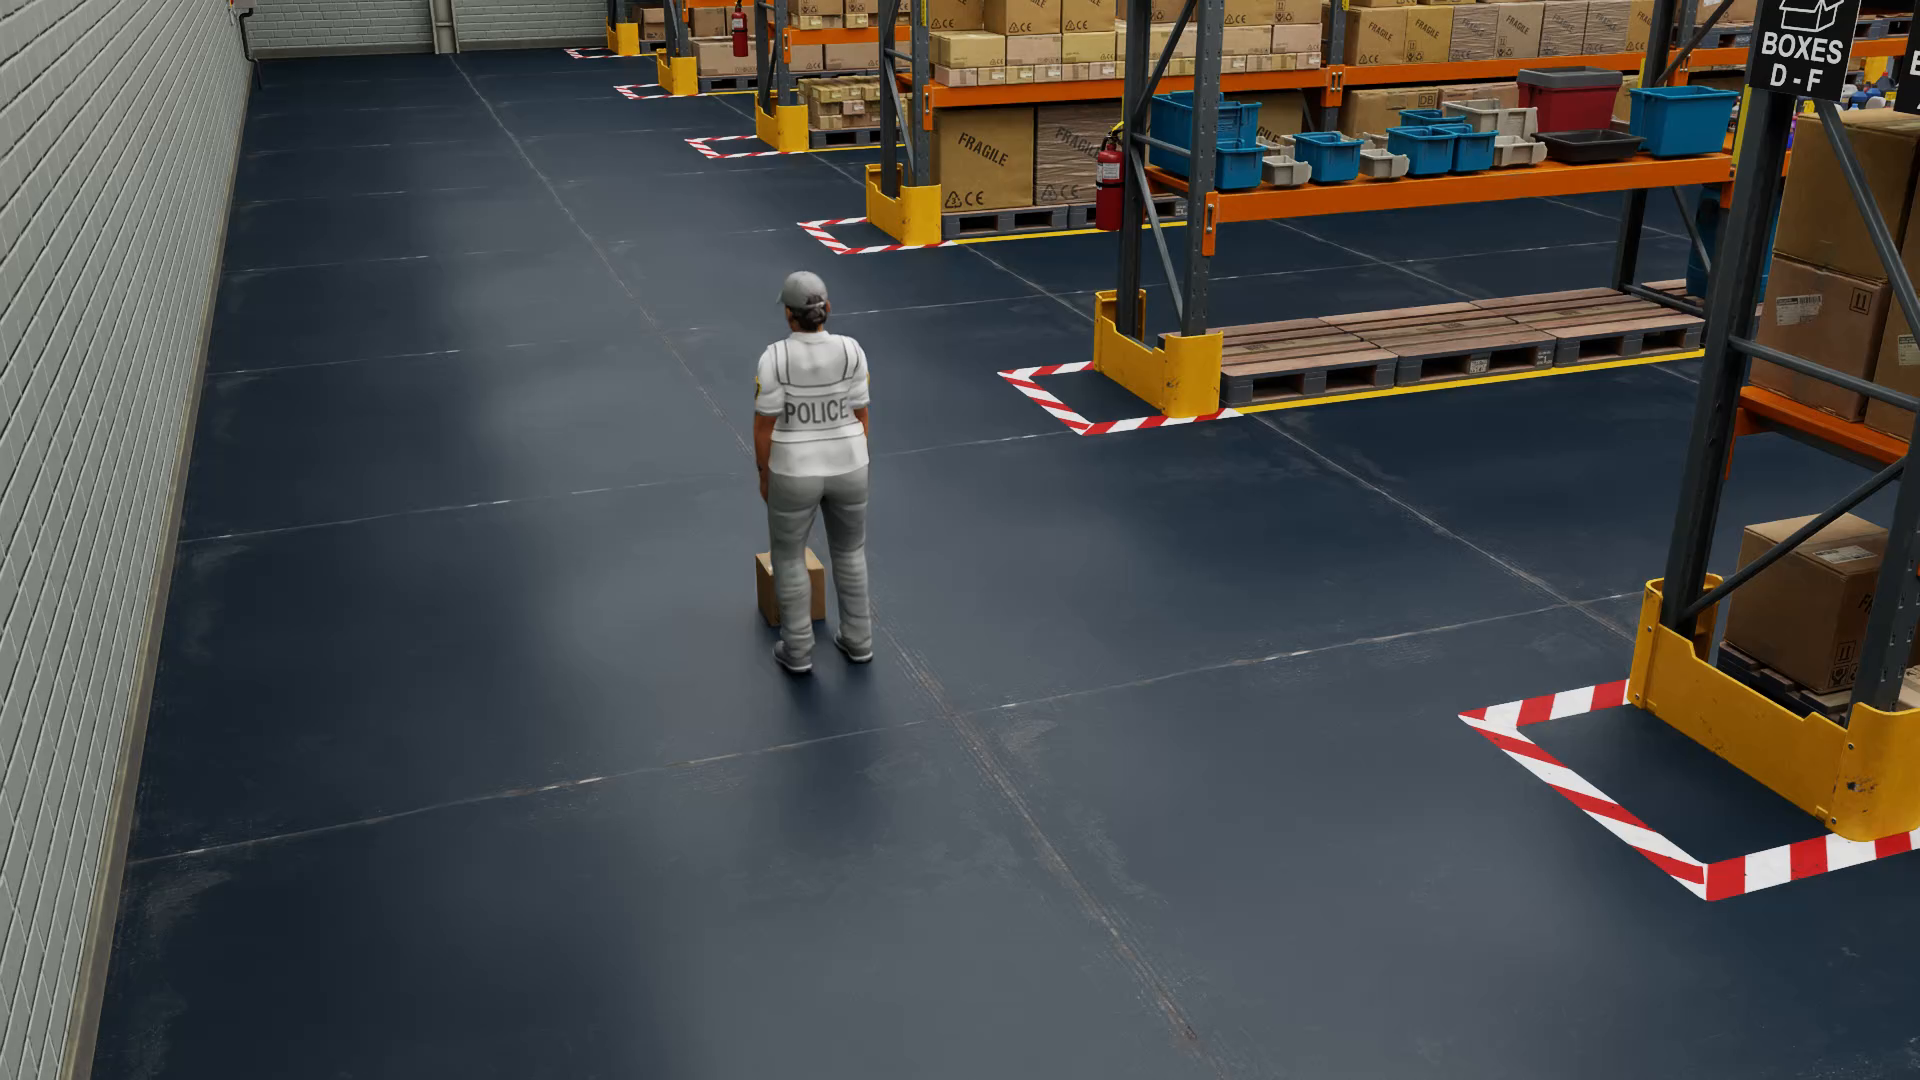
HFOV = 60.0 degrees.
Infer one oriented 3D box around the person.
[{"bbox_3d":[-0.603,-0.268,6.748,0.469,1.663,0.390,-8,24,-18],"label":"person"}]
